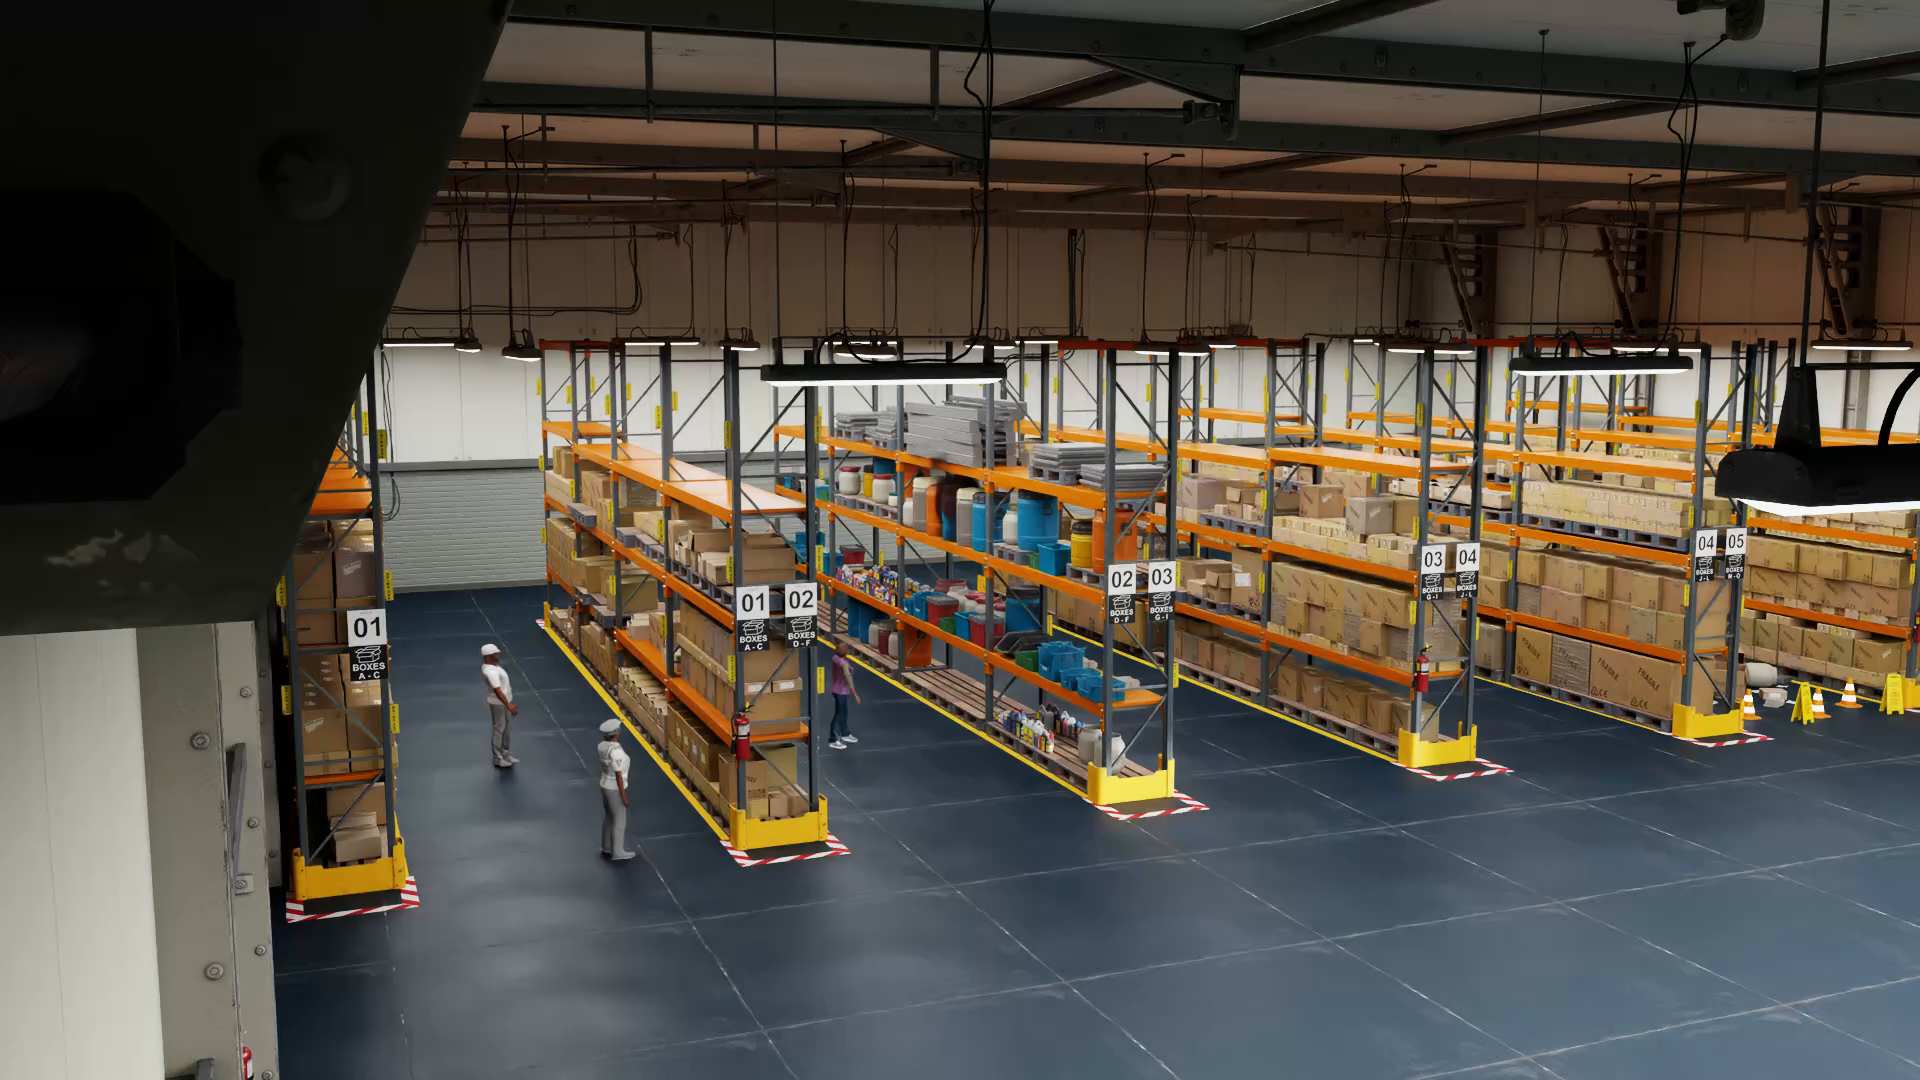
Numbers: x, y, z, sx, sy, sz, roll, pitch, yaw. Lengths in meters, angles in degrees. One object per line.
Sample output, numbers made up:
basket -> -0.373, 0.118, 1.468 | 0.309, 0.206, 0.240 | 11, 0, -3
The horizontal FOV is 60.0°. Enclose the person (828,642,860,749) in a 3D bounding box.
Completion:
person -> -1.737, 2.290, 24.763 | 0.528, 1.601, 0.550 | -2, 8, -16

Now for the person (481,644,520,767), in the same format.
person -> -6.583, 2.372, 23.913 | 0.620, 1.796, 0.664 | 1, 7, 6

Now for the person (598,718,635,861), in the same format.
person -> -4.078, 2.959, 19.727 | 0.387, 1.721, 0.527 | -3, 8, -23

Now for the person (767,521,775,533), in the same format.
person -> -4.433, 0.354, 39.860 | 1.015, 1.612, 0.482 | 5, 9, 35
